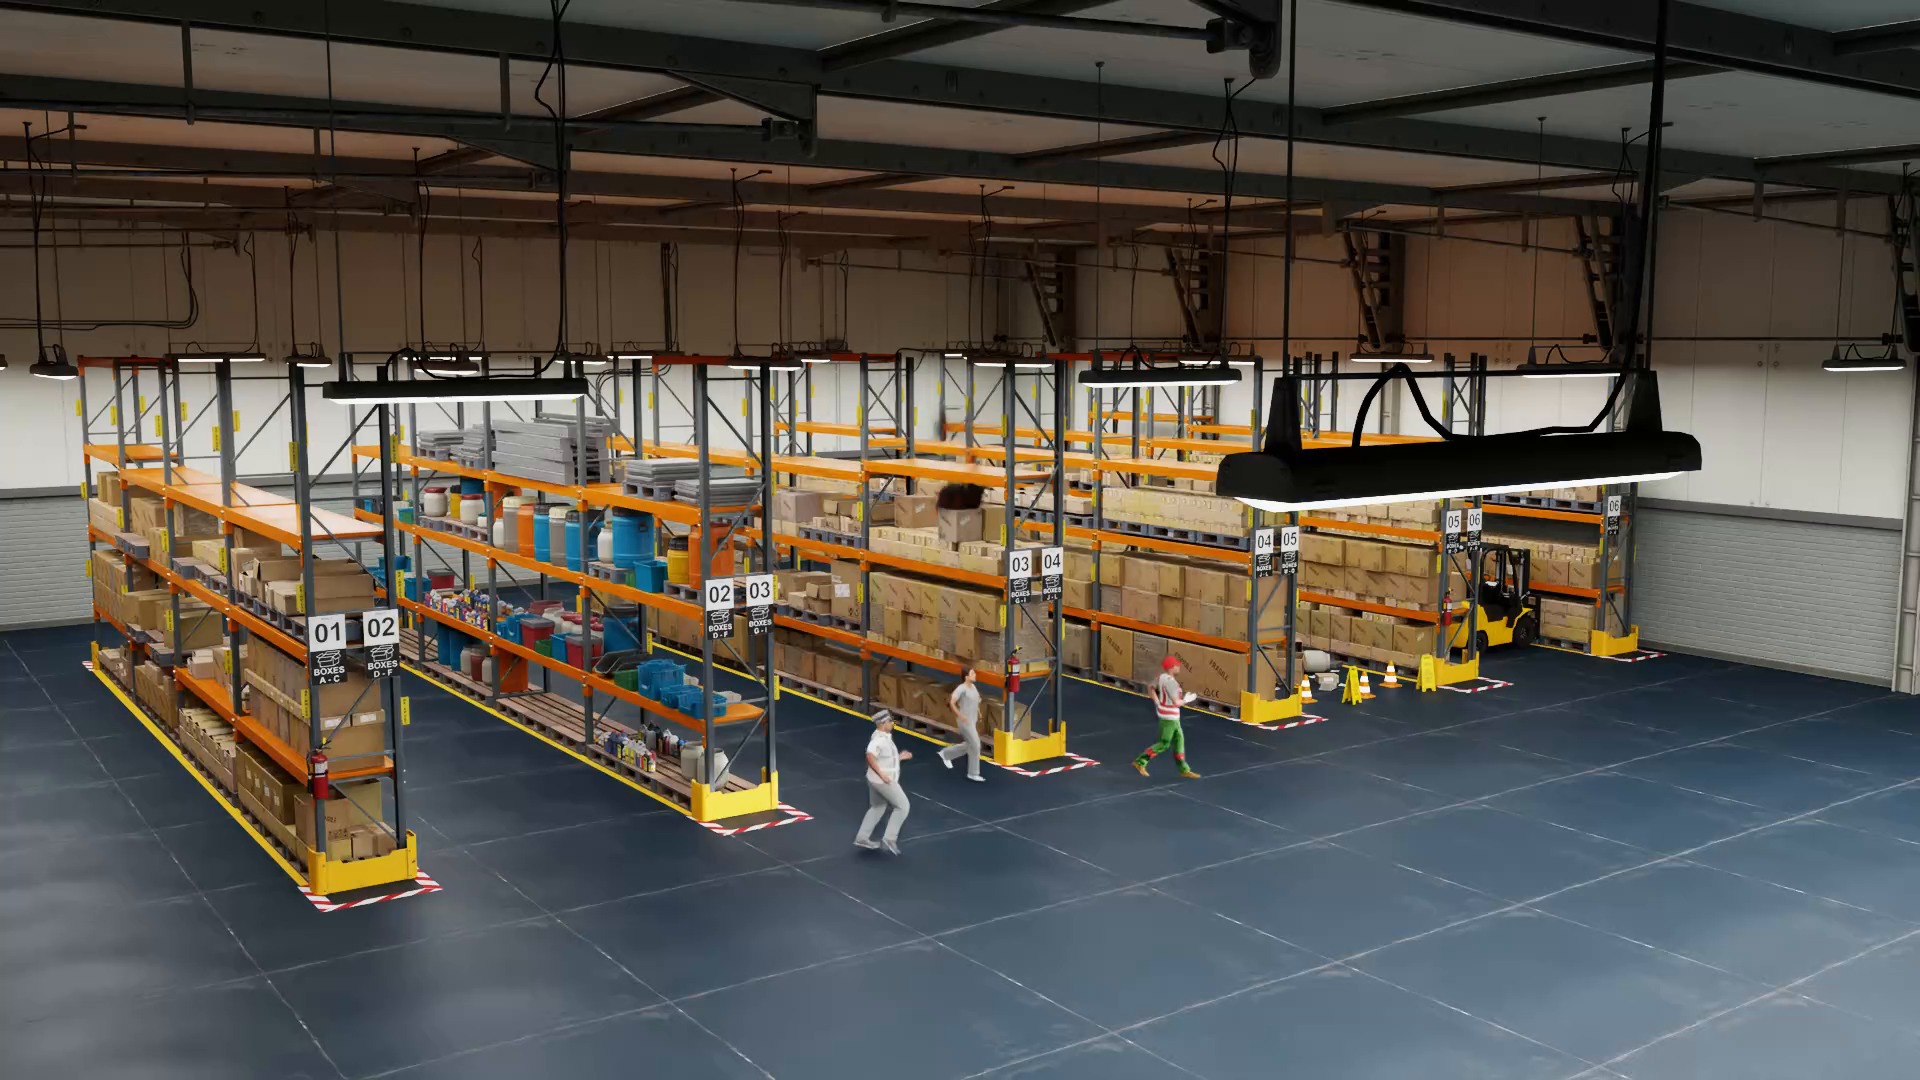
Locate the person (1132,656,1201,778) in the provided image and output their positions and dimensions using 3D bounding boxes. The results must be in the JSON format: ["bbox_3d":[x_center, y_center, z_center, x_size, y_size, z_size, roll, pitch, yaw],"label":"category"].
[{"bbox_3d":[2.954,2.537,23.740,0.999,1.772,0.656,0,7,-1],"label":"person"}]

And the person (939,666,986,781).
[{"bbox_3d":[0.044,2.643,24.035,0.792,1.667,0.596,4,8,28],"label":"person"}]

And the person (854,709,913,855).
[{"bbox_3d":[-0.923,2.991,20.511,0.753,1.836,0.632,-2,7,-15],"label":"person"}]
